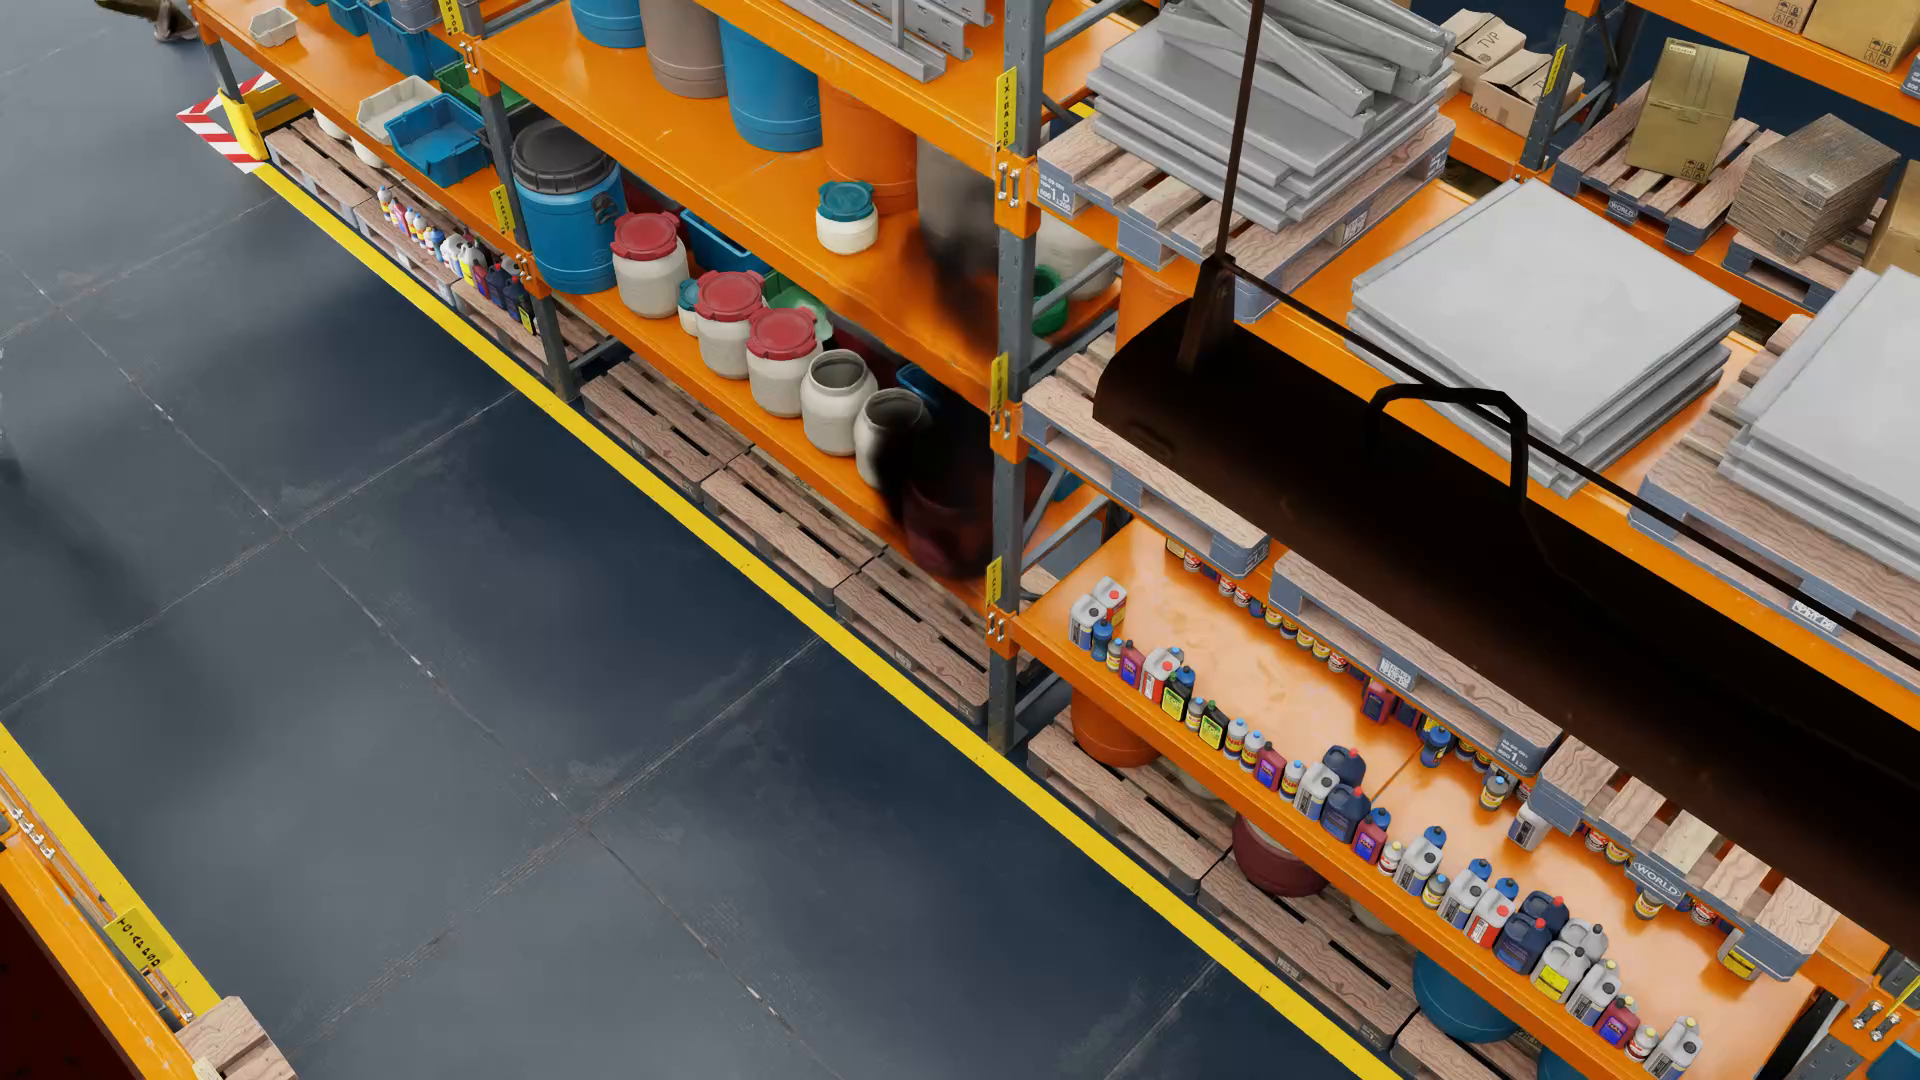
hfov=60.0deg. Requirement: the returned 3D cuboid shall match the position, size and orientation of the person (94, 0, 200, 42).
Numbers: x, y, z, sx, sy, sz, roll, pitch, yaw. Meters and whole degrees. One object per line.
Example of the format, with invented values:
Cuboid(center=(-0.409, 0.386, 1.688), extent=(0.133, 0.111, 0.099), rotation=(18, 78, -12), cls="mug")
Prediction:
Cuboid(center=(-6.721, -4.668, 13.171), extent=(0.765, 1.736, 0.743), rotation=(-4, 50, -3), cls="person")
